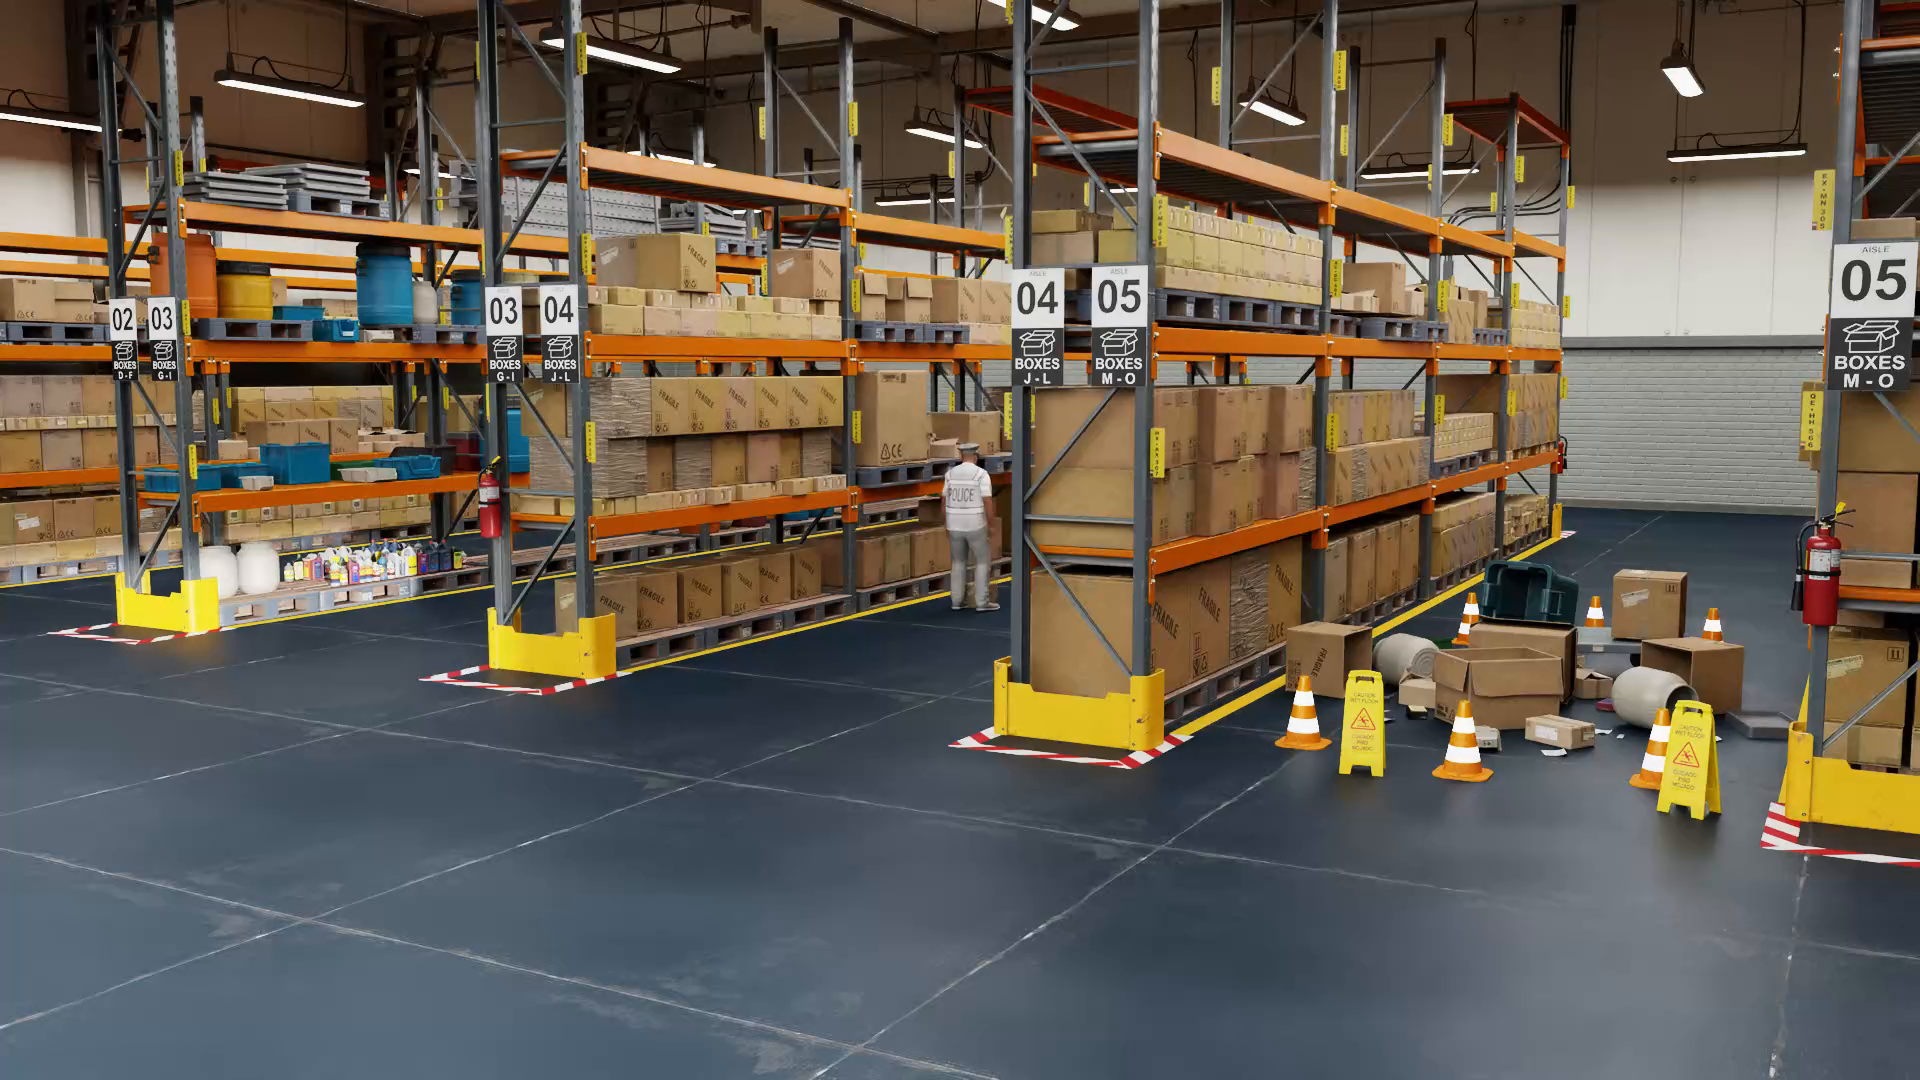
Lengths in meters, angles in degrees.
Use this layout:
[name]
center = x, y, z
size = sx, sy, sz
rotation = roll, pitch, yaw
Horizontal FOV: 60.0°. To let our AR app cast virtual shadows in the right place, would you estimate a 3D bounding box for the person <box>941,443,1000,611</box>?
[person]
center = 0.087, -0.134, 17.393
size = 0.598, 1.747, 0.437
rotation = 3, 7, 25
